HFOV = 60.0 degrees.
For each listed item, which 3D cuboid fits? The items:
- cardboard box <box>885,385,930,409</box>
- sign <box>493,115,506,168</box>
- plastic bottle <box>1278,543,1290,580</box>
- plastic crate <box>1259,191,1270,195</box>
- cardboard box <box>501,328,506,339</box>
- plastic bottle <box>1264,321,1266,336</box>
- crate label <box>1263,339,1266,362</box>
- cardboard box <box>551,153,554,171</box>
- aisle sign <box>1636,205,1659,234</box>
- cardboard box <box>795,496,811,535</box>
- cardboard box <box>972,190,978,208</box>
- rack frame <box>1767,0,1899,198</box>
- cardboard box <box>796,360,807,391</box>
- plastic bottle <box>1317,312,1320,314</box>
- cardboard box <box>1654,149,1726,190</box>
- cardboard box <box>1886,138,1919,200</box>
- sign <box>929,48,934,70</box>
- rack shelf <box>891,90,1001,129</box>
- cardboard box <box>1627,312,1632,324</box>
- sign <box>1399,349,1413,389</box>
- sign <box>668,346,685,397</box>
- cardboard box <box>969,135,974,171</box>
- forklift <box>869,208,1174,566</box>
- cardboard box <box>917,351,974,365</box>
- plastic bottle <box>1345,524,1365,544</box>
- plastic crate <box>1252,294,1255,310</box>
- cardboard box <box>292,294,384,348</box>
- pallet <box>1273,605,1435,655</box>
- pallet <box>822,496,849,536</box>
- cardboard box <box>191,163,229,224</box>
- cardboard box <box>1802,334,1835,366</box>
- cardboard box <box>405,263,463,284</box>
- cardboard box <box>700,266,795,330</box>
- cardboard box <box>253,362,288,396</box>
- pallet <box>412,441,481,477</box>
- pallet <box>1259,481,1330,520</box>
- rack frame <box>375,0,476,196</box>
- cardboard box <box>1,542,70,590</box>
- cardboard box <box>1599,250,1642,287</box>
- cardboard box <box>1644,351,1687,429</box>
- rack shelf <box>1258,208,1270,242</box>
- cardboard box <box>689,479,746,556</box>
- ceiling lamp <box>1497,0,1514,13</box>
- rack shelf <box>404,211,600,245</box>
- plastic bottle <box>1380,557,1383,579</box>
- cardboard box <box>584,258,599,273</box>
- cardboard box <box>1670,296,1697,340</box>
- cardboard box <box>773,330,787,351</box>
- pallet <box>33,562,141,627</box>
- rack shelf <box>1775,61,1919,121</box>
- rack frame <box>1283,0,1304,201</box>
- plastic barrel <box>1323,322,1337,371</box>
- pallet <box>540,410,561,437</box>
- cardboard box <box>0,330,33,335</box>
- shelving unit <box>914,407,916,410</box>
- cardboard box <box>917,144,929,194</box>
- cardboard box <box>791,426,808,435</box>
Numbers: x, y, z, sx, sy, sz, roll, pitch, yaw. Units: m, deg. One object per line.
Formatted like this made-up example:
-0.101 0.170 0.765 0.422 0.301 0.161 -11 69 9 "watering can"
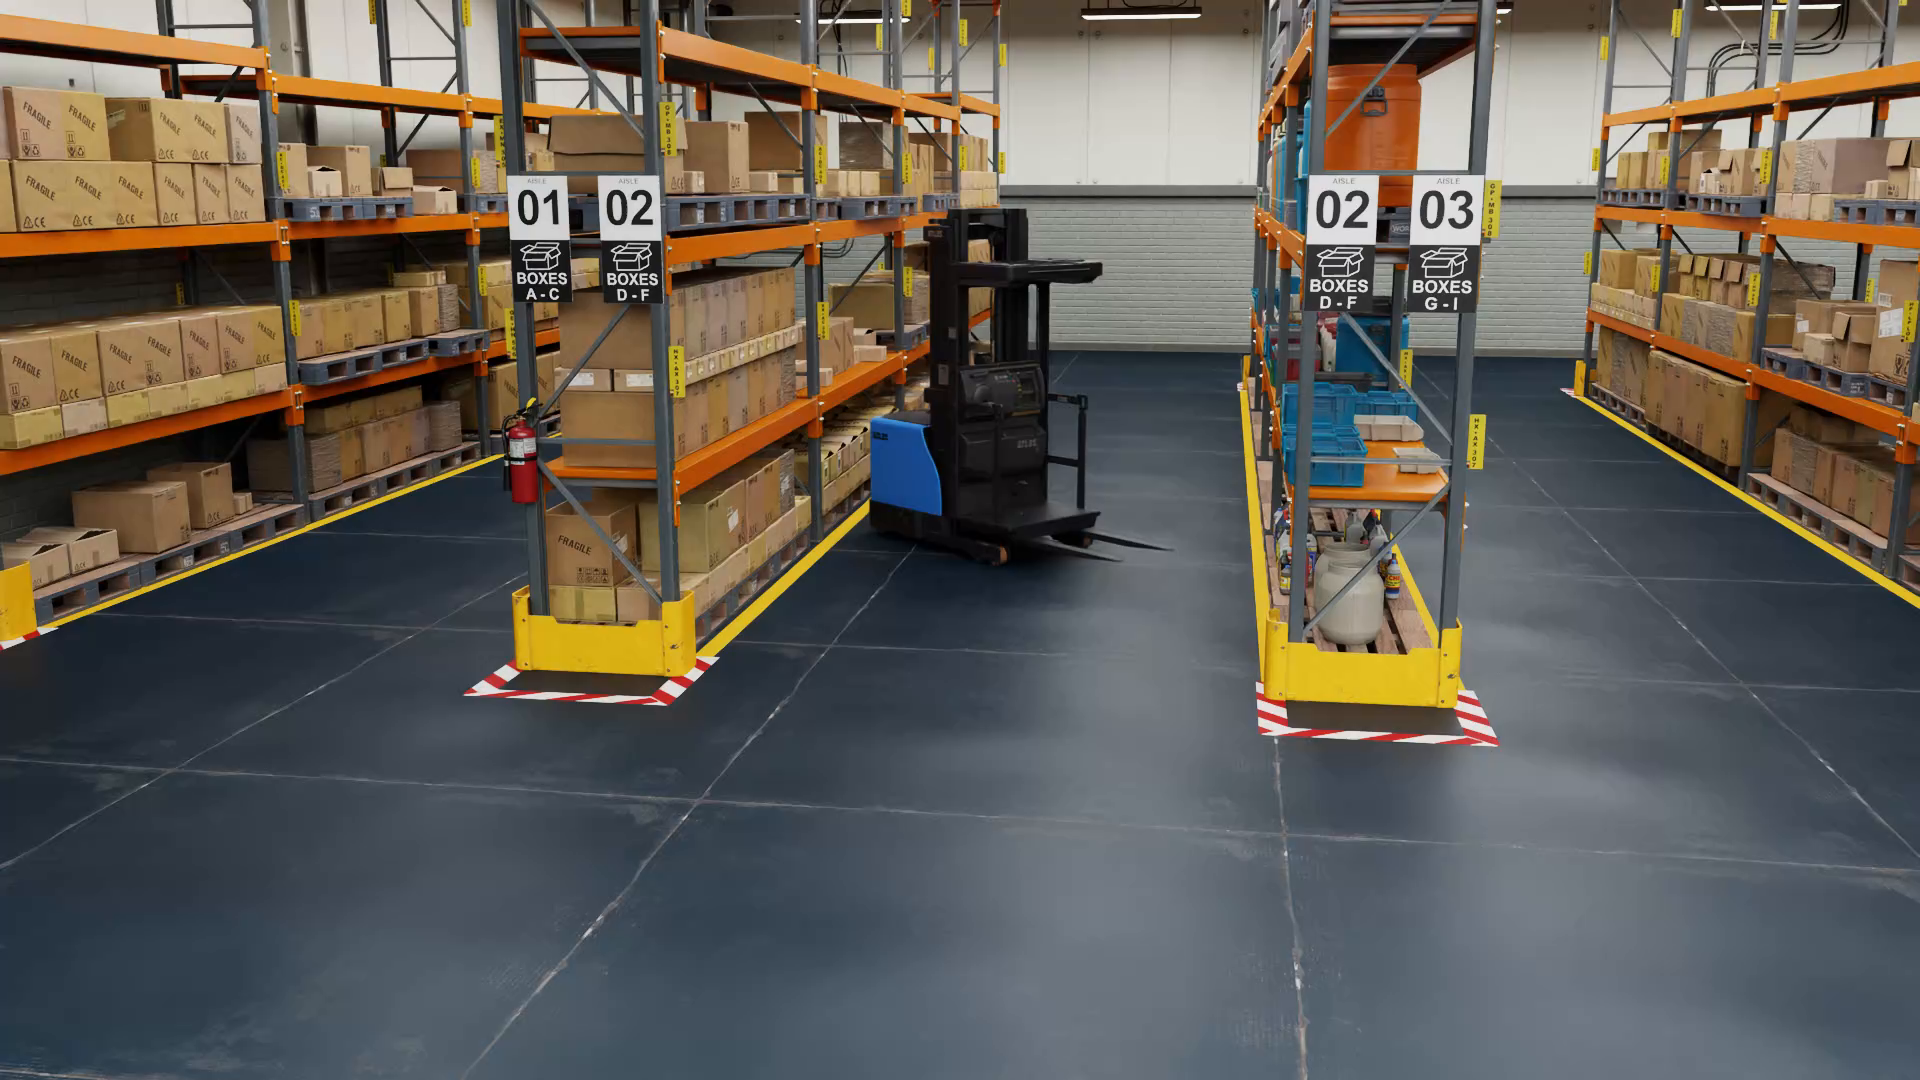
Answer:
-0.615 -1.589 20.135 0.500 0.500 0.500 2 12 8 "cardboard box"
-2.888 -2.512 10.498 0.100 0.325 0.005 2 12 9 "sign"
2.476 0.169 12.509 0.152 0.276 0.135 2 12 7 "plastic bottle"
4.210 -4.553 22.275 0.416 0.233 0.300 2 12 9 "plastic crate"
-5.568 -2.509 20.066 0.380 0.149 0.250 2 12 10 "cardboard box"
3.701 -2.545 19.802 0.144 0.351 0.185 2 12 9 "plastic bottle"
3.335 -1.978 17.450 0.303 0.233 0.416 2 12 9 "crate label"
-5.648 -4.840 21.929 0.700 0.500 0.500 1 12 6 "cardboard box"
10.202 -4.916 24.516 0.394 0.787 0.004 2 12 9 "aisle sign"
-1.595 -0.222 14.432 0.500 0.250 0.500 2 12 9 "cardboard box"
-0.030 -4.824 23.492 0.500 0.250 0.500 2 12 9 "cardboard box"
8.664 -4.908 16.406 1.000 3.000 0.127 2 12 9 "rack frame"
-1.707 -1.495 15.165 0.500 0.250 0.500 3 12 12 "cardboard box"
4.396 -2.708 20.558 0.144 0.351 0.185 2 12 9 "plastic bottle"
9.340 -4.742 21.285 0.700 0.500 0.500 1 12 5 "cardboard box"
8.363 -3.155 14.152 0.797 0.503 0.637 2 12 11 "cardboard box"
-0.430 -7.408 25.601 0.100 0.325 0.005 2 12 9 "sign"
-0.201 -6.125 23.771 1.077 0.370 4.000 2 12 9 "rack shelf"
9.160 -2.973 22.266 0.380 0.149 0.250 2 12 10 "cardboard box"
3.696 -1.418 13.796 0.100 0.325 0.005 2 12 9 "sign"
-1.807 -1.074 10.615 0.100 0.325 0.005 2 12 9 "sign"
-0.184 -5.440 23.384 0.700 0.500 0.500 2 12 9 "cardboard box"
0.511 -1.335 14.232 1.130 2.935 3.031 -10 16 -40 "forklift"
-0.225 -2.515 24.427 0.797 0.503 0.637 2 12 9 "cardboard box"
3.161 -0.003 13.307 0.152 0.276 0.135 2 12 9 "plastic bottle"
4.434 -3.434 24.061 0.416 0.233 0.300 2 12 9 "plastic crate"
-6.359 -2.247 17.017 0.700 0.500 0.500 4 13 16 "cardboard box"
2.635 0.707 11.213 1.003 0.211 1.213 2 12 9 "pallet"
-1.664 -0.256 15.679 1.003 0.211 1.213 2 12 9 "pallet"
-6.558 -2.931 14.068 0.500 0.500 0.500 1 12 4 "cardboard box"
8.179 -1.766 15.425 0.500 0.250 0.500 2 12 7 "cardboard box"
-6.206 -3.130 19.626 0.500 0.250 0.500 2 12 10 "cardboard box"
-1.801 -2.055 14.090 0.700 0.500 0.500 2 12 9 "cardboard box"
-6.408 -1.452 14.919 0.500 0.250 0.500 2 12 9 "cardboard box"
-6.141 -0.931 18.811 1.003 0.211 1.213 2 12 9 "pallet"
3.422 -0.359 16.159 1.003 0.211 1.213 2 12 9 "pallet"
-6.019 -5.389 18.640 1.000 3.000 0.127 2 12 9 "rack frame"
-7.054 0.167 12.436 0.500 0.311 0.500 0 12 2 "cardboard box"
9.477 -3.884 23.765 0.500 0.500 0.500 2 12 7 "cardboard box"
9.200 -1.840 20.460 1.225 0.875 0.875 2 12 9 "cardboard box"
4.077 -3.667 19.474 1.077 0.370 4.000 2 12 9 "rack shelf"
-1.913 -0.172 12.423 0.500 0.500 0.500 2 12 9 "cardboard box"
7.901 -10.064 26.477 2.000 3.185 0.800 2 12 9 "ceiling lamp"
-5.712 -3.988 20.964 1.077 0.370 4.000 2 12 9 "rack shelf"
3.194 0.189 12.428 0.097 0.271 0.097 0 12 0 "plastic bottle"
-5.223 -3.754 22.523 0.500 0.250 0.500 2 12 10 "cardboard box"
8.885 -2.664 19.999 0.500 0.500 0.500 2 12 9 "cardboard box"
-1.647 -1.661 13.802 0.380 0.149 0.250 2 12 7 "cardboard box"
-7.078 0.388 12.691 1.003 0.211 1.213 2 12 9 "pallet"
8.356 -3.944 14.592 1.077 0.370 4.000 2 12 9 "rack shelf"
3.155 -4.236 13.287 1.000 3.000 0.127 2 12 9 "rack frame"
3.698 -1.804 15.922 0.433 0.535 0.433 0 12 0 "plastic barrel"
-5.634 -1.508 21.491 1.003 0.211 1.213 2 12 9 "pallet"
-7.300 -1.304 12.451 0.500 0.500 0.500 2 12 9 "cardboard box"
-0.371 -0.725 15.866 0.215 1.050 0.252 3 13 14 "shelving unit"
-0.739 -4.657 20.889 0.600 0.600 0.600 2 12 8 "cardboard box"
-1.726 -1.010 16.758 0.500 0.311 0.500 2 12 8 "cardboard box"
